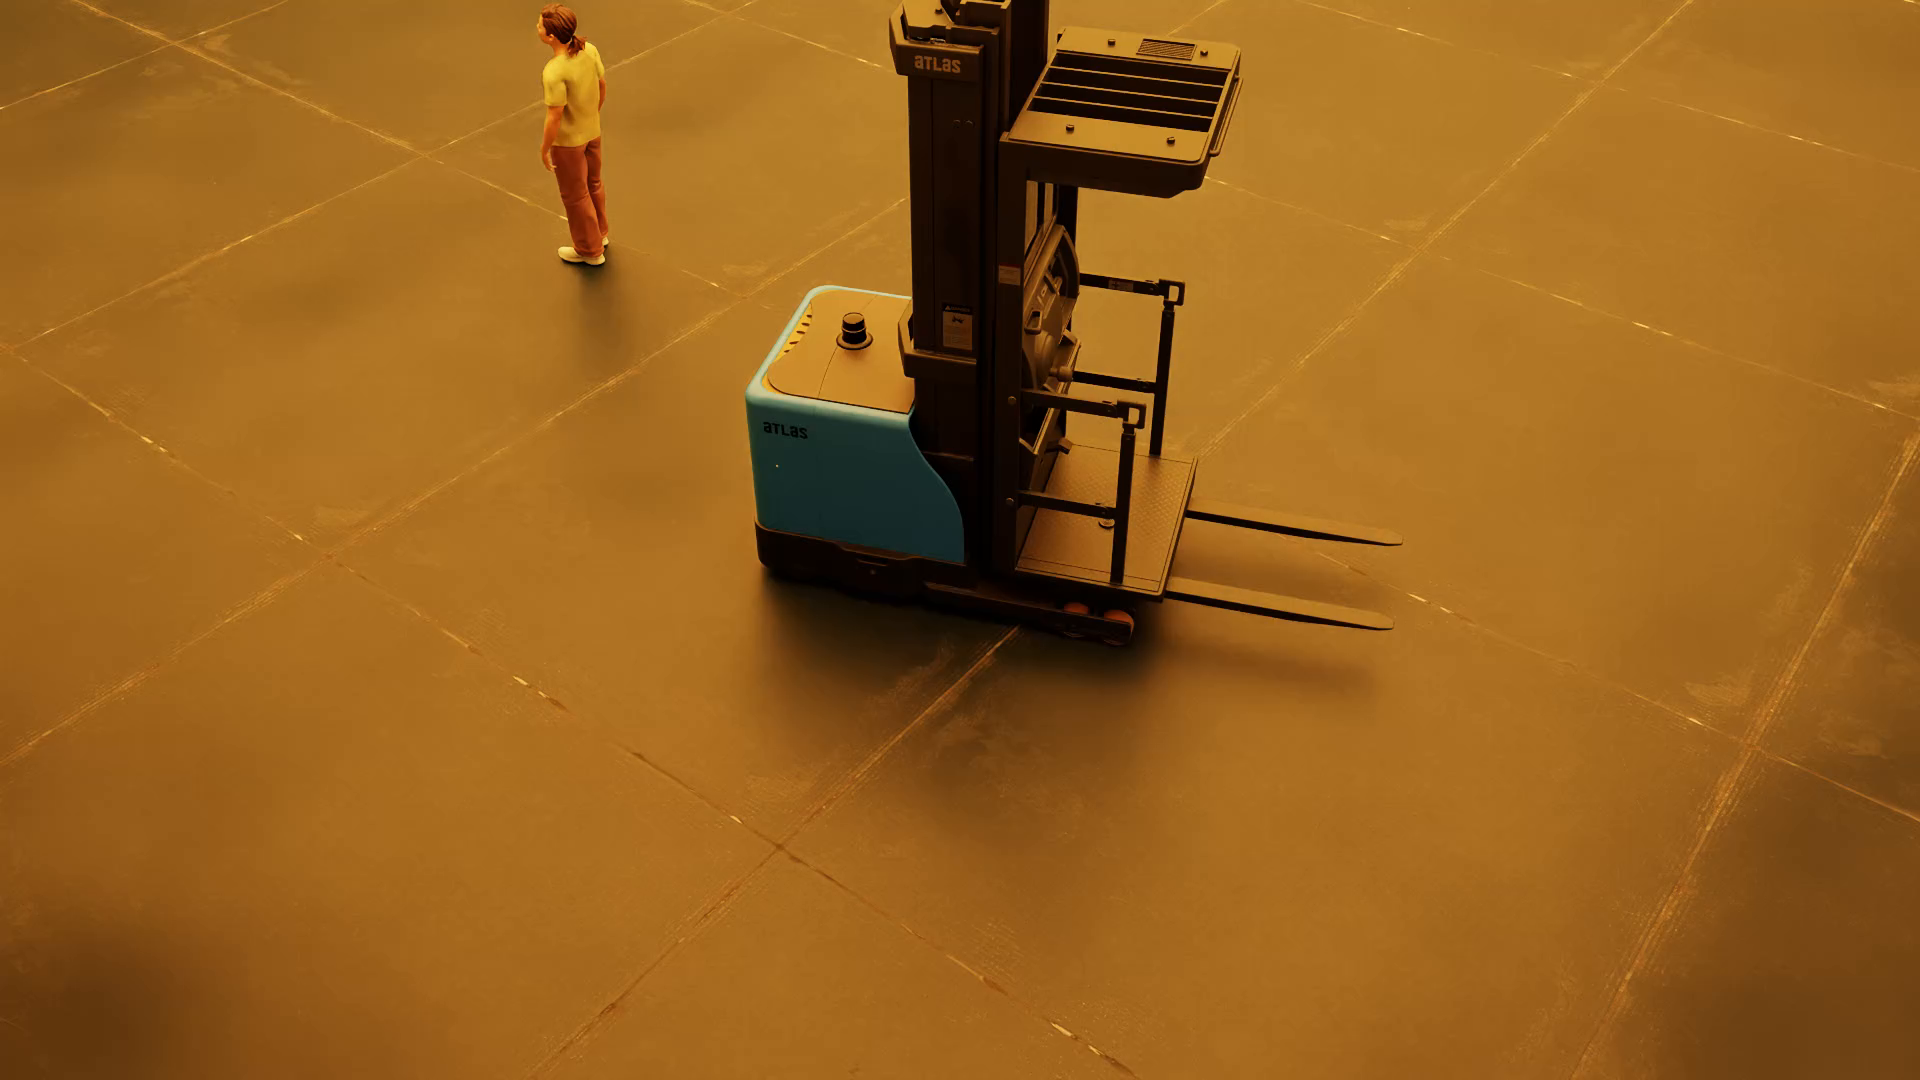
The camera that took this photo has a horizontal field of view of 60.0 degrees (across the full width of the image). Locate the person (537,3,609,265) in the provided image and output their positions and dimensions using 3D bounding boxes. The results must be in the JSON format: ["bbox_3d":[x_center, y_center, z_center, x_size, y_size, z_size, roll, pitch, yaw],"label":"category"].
[{"bbox_3d":[-2.335,-2.395,9.839,0.548,1.674,0.553,19,44,21],"label":"person"}]

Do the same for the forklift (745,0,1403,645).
[{"bbox_3d":[0.587,-1.011,7.260,3.031,2.935,1.130,10,41,12],"label":"forklift"}]
